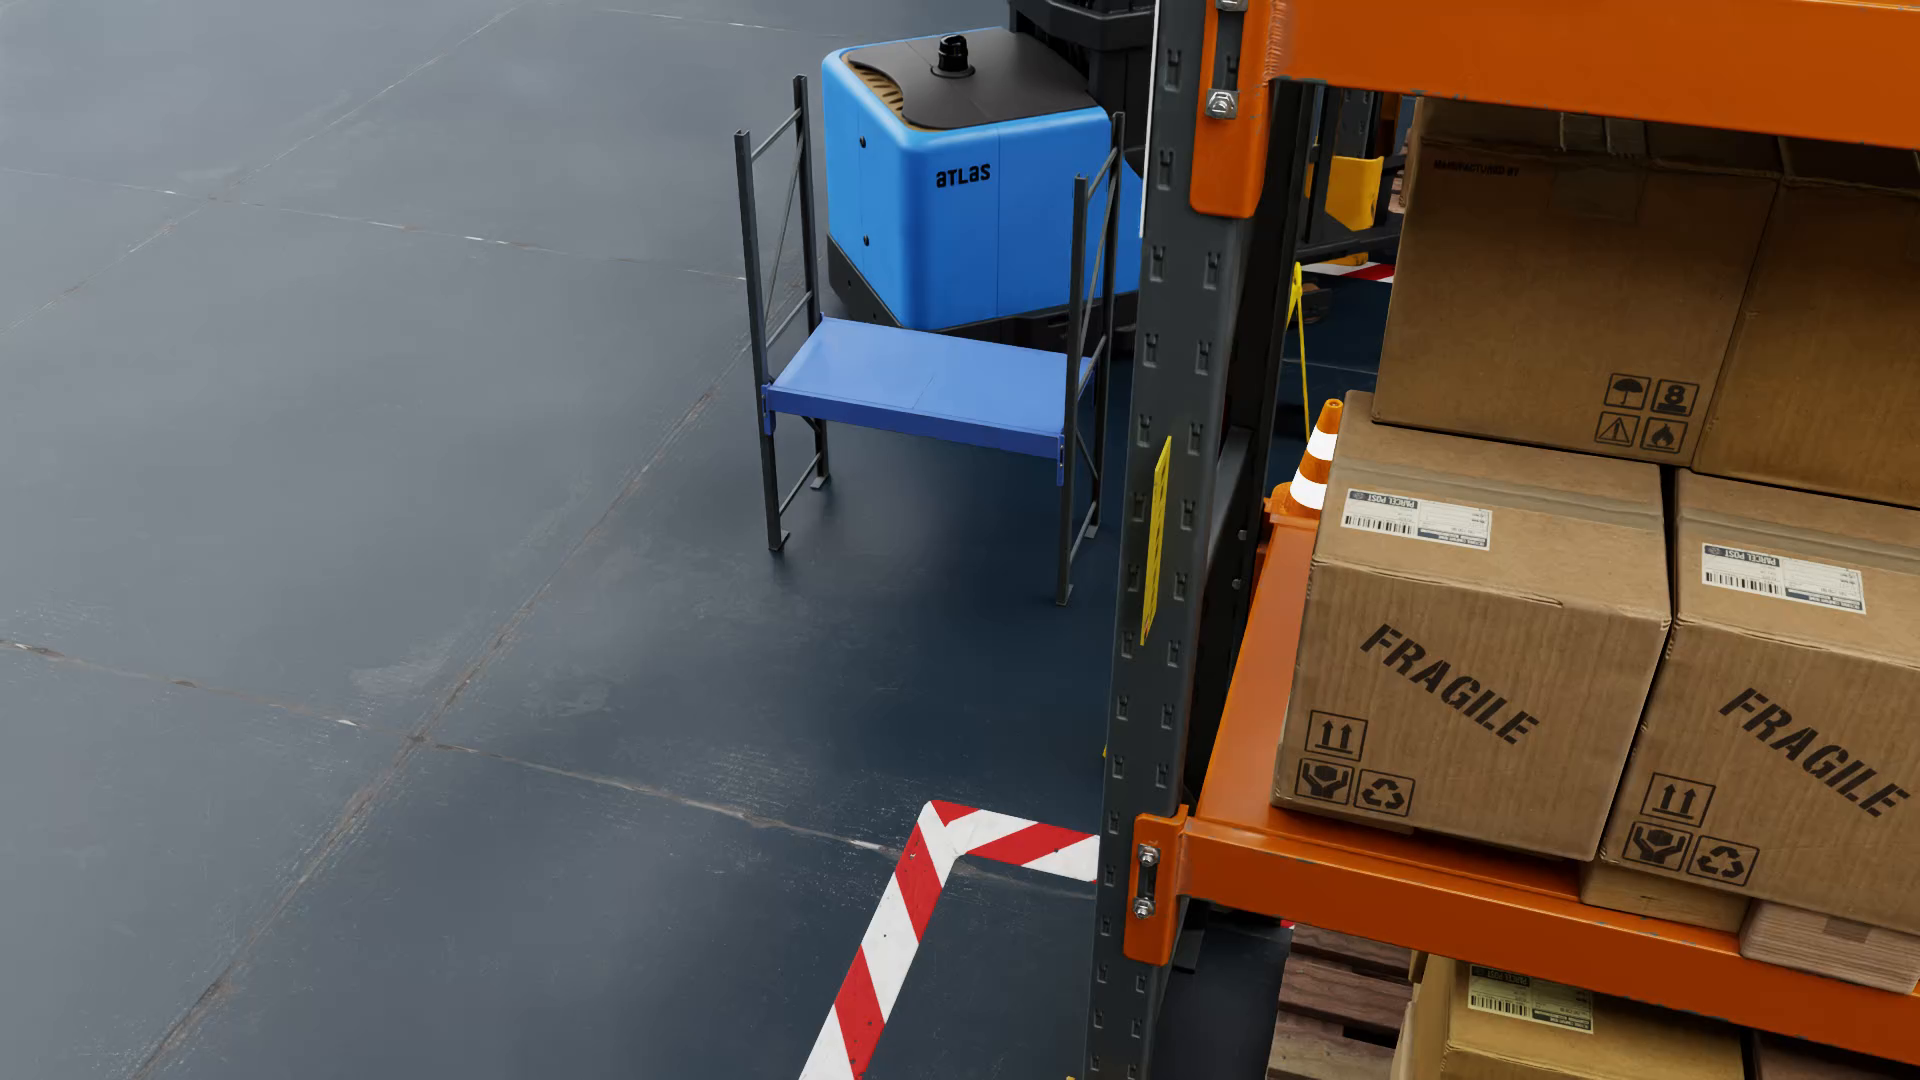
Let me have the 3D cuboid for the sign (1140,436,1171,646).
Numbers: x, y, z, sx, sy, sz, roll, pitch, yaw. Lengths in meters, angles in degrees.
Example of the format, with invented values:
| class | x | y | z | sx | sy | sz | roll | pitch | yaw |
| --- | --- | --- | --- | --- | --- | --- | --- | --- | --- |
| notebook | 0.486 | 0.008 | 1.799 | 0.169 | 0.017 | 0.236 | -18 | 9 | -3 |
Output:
| class | x | y | z | sx | sy | sz | roll | pitch | yaw |
| --- | --- | --- | --- | --- | --- | --- | --- | --- | --- |
| sign | 0.293 | 0.004 | 2.484 | 0.005 | 0.325 | 0.100 | 10 | 38 | 14 |

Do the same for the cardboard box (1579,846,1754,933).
| class | x | y | z | sx | sy | sz | roll | pitch | yaw |
| --- | --- | --- | --- | --- | --- | --- | --- | --- | --- |
| cardboard box | 1.191 | 0.453 | 2.815 | 0.250 | 0.149 | 0.380 | 9 | 37 | 12 |

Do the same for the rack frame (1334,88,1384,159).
| class | x | y | z | sx | sy | sz | roll | pitch | yaw |
| --- | --- | --- | --- | --- | --- | --- | --- | --- | --- |
| rack frame | 1.834 | -2.773 | 6.987 | 0.127 | 3.000 | 1.000 | 10 | 38 | 14 |

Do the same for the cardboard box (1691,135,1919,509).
| class | x | y | z | sx | sy | sz | roll | pitch | yaw |
| --- | --- | --- | --- | --- | --- | --- | --- | --- | --- |
| cardboard box | 1.488 | -0.457 | 2.661 | 0.500 | 0.500 | 0.700 | 11 | 38 | 14 |

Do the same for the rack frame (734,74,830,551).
| class | x | y | z | sx | sy | sz | roll | pitch | yaw |
| --- | --- | --- | --- | --- | --- | --- | --- | --- | --- |
| rack frame | -0.567 | -0.709 | 5.448 | 0.032 | 1.500 | 0.500 | 10 | 38 | 14 |

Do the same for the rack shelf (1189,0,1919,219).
| class | x | y | z | sx | sy | sz | roll | pitch | yaw |
| --- | --- | --- | --- | --- | --- | --- | --- | --- | --- |
| rack shelf | 2.363 | -0.519 | 2.001 | 4.000 | 0.370 | 1.077 | 10 | 38 | 14 |

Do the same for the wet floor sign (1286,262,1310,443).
| class | x | y | z | sx | sy | sz | roll | pitch | yaw |
| --- | --- | --- | --- | --- | --- | --- | --- | --- | --- |
| wet floor sign | 1.216 | -0.710 | 6.170 | 0.232 | 0.644 | 0.267 | 4 | 37 | 6 |

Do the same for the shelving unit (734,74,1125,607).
| class | x | y | z | sx | sy | sz | roll | pitch | yaw |
| --- | --- | --- | --- | --- | --- | --- | --- | --- | --- |
| shelving unit | -0.081 | -0.619 | 5.326 | 1.048 | 1.500 | 0.538 | 10 | 38 | 14 |

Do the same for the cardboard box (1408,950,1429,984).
| class | x | y | z | sx | sy | sz | roll | pitch | yaw |
| --- | --- | --- | --- | --- | --- | --- | --- | --- | --- |
| cardboard box | 1.297 | 0.676 | 3.634 | 0.500 | 0.500 | 0.500 | 11 | 38 | 14 |

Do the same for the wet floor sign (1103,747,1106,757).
| class | x | y | z | sx | sy | sz | roll | pitch | yaw |
| --- | --- | --- | --- | --- | --- | --- | --- | --- | --- |
| wet floor sign | 0.592 | 0.355 | 4.724 | 0.232 | 0.644 | 0.267 | 24 | 43 | 29 |

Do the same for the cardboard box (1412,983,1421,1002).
| class | x | y | z | sx | sy | sz | roll | pitch | yaw |
| --- | --- | --- | --- | --- | --- | --- | --- | --- | --- |
| cardboard box | 1.329 | 0.979 | 3.855 | 0.500 | 0.250 | 0.500 | 10 | 38 | 14 |

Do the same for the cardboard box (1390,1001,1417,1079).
| class | x | y | z | sx | sy | sz | roll | pitch | yaw |
| --- | --- | --- | --- | --- | --- | --- | --- | --- | --- |
| cardboard box | 1.142 | 1.283 | 3.442 | 0.500 | 0.250 | 0.500 | 10 | 38 | 14 |

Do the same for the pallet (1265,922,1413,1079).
| class | x | y | z | sx | sy | sz | roll | pitch | yaw |
| --- | --- | --- | --- | --- | --- | --- | --- | --- | --- |
| pallet | 1.292 | 1.346 | 3.744 | 1.213 | 0.211 | 1.003 | 10 | 38 | 14 |

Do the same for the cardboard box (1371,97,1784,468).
| class | x | y | z | sx | sy | sz | roll | pitch | yaw |
| --- | --- | --- | --- | --- | --- | --- | --- | --- | --- |
| cardboard box | 1.007 | -0.550 | 2.788 | 0.500 | 0.500 | 0.700 | 10 | 37 | 13 |

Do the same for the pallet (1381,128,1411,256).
| class | x | y | z | sx | sy | sz | roll | pitch | yaw |
| --- | --- | --- | --- | --- | --- | --- | --- | --- | --- |
| pallet | 2.620 | -1.553 | 7.682 | 1.213 | 0.211 | 1.003 | 10 | 38 | 14 |

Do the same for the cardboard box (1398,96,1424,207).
| class | x | y | z | sx | sy | sz | roll | pitch | yaw |
| --- | --- | --- | --- | --- | --- | --- | --- | --- | --- |
| cardboard box | 2.501 | -2.004 | 7.380 | 0.875 | 0.875 | 0.875 | 11 | 38 | 14 |

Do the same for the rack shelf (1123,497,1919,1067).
| class | x | y | z | sx | sy | sz | roll | pitch | yaw |
| --- | --- | --- | --- | --- | --- | --- | --- | --- | --- |
| rack shelf | 2.363 | 0.689 | 2.890 | 4.000 | 0.370 | 1.077 | 10 | 38 | 14 |

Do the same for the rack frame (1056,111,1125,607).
| class | x | y | z | sx | sy | sz | roll | pitch | yaw |
| --- | --- | --- | --- | --- | --- | --- | --- | --- | --- |
| rack frame | 0.404 | -0.529 | 5.204 | 0.032 | 1.500 | 0.500 | 10 | 38 | 14 |

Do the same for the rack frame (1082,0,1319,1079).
| class | x | y | z | sx | sy | sz | roll | pitch | yaw |
| --- | --- | --- | --- | --- | --- | --- | --- | --- | --- |
| rack frame | 0.454 | 0.046 | 3.157 | 0.127 | 3.000 | 1.000 | 10 | 38 | 14 |

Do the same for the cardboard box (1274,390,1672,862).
| class | x | y | z | sx | sy | sz | roll | pitch | yaw |
| --- | --- | --- | --- | --- | --- | --- | --- | --- | --- |
| cardboard box | 0.824 | 0.126 | 2.713 | 0.500 | 0.500 | 0.500 | 10 | 38 | 13 |

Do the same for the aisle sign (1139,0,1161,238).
| class | x | y | z | sx | sy | sz | roll | pitch | yaw |
| --- | --- | --- | --- | --- | --- | --- | --- | --- | --- |
| aisle sign | 0.303 | -0.837 | 2.163 | 0.004 | 0.787 | 0.394 | 10 | 38 | 14 |

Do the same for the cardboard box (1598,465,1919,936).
| class | x | y | z | sx | sy | sz | roll | pitch | yaw |
| --- | --- | --- | --- | --- | --- | --- | --- | --- | --- |
| cardboard box | 1.319 | 0.216 | 2.591 | 0.500 | 0.500 | 0.500 | 12 | 38 | 15 |

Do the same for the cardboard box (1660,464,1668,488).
| class | x | y | z | sx | sy | sz | roll | pitch | yaw |
| --- | --- | --- | --- | --- | --- | --- | --- | --- | --- |
| cardboard box | 1.055 | -0.174 | 3.121 | 0.500 | 0.500 | 0.500 | 10 | 37 | 13 |

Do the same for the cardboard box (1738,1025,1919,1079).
| class | x | y | z | sx | sy | sz | roll | pitch | yaw |
| --- | --- | --- | --- | --- | --- | --- | --- | --- | --- |
| cardboard box | 1.665 | 1.075 | 3.092 | 0.500 | 0.500 | 0.500 | 9 | 37 | 12 |

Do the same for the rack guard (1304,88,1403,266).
| class | x | y | z | sx | sy | sz | roll | pitch | yaw |
| --- | --- | --- | --- | --- | --- | --- | --- | --- | --- |
| rack guard | 1.811 | -1.770 | 7.734 | 0.348 | 0.500 | 1.175 | 10 | 38 | 14 |

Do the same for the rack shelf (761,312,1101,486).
| class | x | y | z | sx | sy | sz | roll | pitch | yaw |
| --- | --- | --- | --- | --- | --- | --- | --- | --- | --- |
| rack shelf | -0.081 | -0.474 | 5.433 | 1.000 | 0.185 | 0.538 | 10 | 38 | 14 |

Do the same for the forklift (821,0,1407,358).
| class | x | y | z | sx | sy | sz | roll | pitch | yaw |
| --- | --- | --- | --- | --- | --- | --- | --- | --- | --- |
| forklift | 1.007 | -2.319 | 6.428 | 3.031 | 2.935 | 1.130 | -14 | 39 | -18 |

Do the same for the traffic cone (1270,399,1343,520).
| class | x | y | z | sx | sy | sz | roll | pitch | yaw |
| --- | --- | --- | --- | --- | --- | --- | --- | --- | --- |
| traffic cone | 1.256 | -0.275 | 5.733 | 0.334 | 0.463 | 0.336 | 10 | 38 | 14 |

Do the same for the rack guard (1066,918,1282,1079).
| class | x | y | z | sx | sy | sz | roll | pitch | yaw |
| --- | --- | --- | --- | --- | --- | --- | --- | --- | --- |
| rack guard | 0.527 | 1.066 | 3.880 | 0.348 | 0.500 | 1.175 | 10 | 38 | 14 |

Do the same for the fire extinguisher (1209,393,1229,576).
| class | x | y | z | sx | sy | sz | roll | pitch | yaw |
| --- | --- | --- | --- | --- | --- | --- | --- | --- | --- |
| fire extinguisher | 0.483 | -0.204 | 3.562 | 0.183 | 0.674 | 0.296 | 10 | 38 | 14 |

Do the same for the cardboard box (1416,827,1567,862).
| class | x | y | z | sx | sy | sz | roll | pitch | yaw |
| --- | --- | --- | --- | --- | --- | --- | --- | --- | --- |
| cardboard box | 0.962 | 0.361 | 2.942 | 0.250 | 0.149 | 0.380 | 11 | 38 | 15 |

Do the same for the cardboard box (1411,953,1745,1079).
| class | x | y | z | sx | sy | sz | roll | pitch | yaw |
| --- | --- | --- | --- | --- | --- | --- | --- | --- | --- |
| cardboard box | 1.165 | 0.985 | 3.214 | 0.500 | 0.500 | 0.500 | 9 | 37 | 12 |

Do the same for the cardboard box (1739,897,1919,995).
| class | x | y | z | sx | sy | sz | roll | pitch | yaw |
| --- | --- | --- | --- | --- | --- | --- | --- | --- | --- |
| cardboard box | 1.420 | 0.524 | 2.719 | 0.250 | 0.149 | 0.380 | 11 | 38 | 15 |

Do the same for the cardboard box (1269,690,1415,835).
| class | x | y | z | sx | sy | sz | roll | pitch | yaw |
| --- | --- | --- | --- | --- | --- | --- | --- | --- | --- |
| cardboard box | 0.717 | 0.324 | 2.991 | 0.250 | 0.149 | 0.380 | 11 | 38 | 14 |
